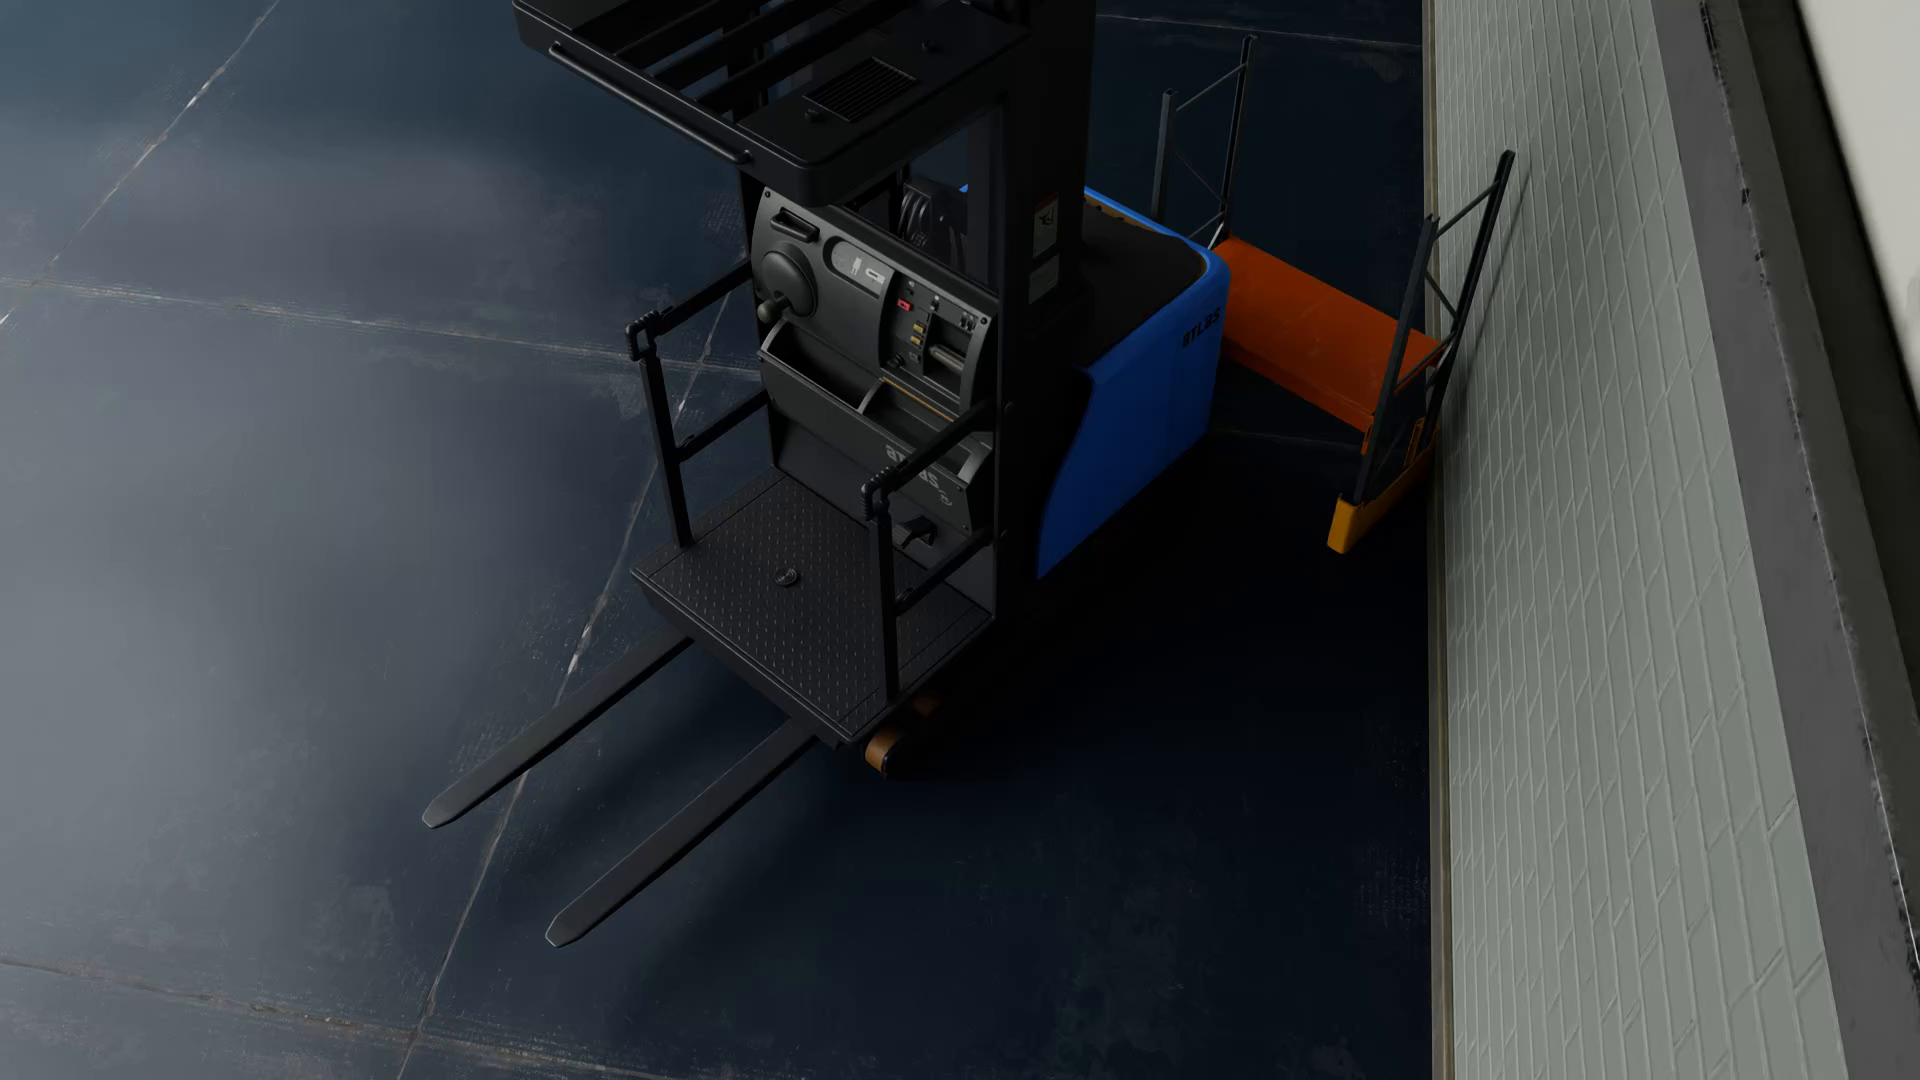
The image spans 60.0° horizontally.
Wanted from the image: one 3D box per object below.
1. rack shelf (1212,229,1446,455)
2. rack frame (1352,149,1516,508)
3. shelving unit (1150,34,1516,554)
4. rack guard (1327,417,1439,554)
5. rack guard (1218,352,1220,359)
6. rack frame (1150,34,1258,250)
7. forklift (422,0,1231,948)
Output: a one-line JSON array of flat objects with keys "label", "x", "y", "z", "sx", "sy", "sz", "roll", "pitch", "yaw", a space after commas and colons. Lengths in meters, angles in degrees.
[{"label": "rack shelf", "x": 1.236, "y": -0.752, "z": 6.159, "sx": 1.000, "sy": 0.185, "sz": 0.538, "roll": 34, "pitch": 57, "yaw": 27}, {"label": "rack frame", "x": 1.610, "y": -0.616, "z": 5.795, "sx": 0.032, "sy": 1.500, "sz": 0.500, "roll": 34, "pitch": 57, "yaw": 27}, {"label": "shelving unit", "x": 1.229, "y": -0.876, "z": 6.029, "sx": 1.083, "sy": 1.500, "sz": 0.587, "roll": 34, "pitch": 57, "yaw": 27}, {"label": "rack guard", "x": 1.596, "y": -0.208, "z": 6.269, "sx": 0.087, "sy": 0.250, "sz": 0.587, "roll": 34, "pitch": 57, "yaw": 27}, {"label": "rack guard", "x": 0.863, "y": -0.709, "z": 6.719, "sx": 0.087, "sy": 0.250, "sz": 0.587, "roll": 34, "pitch": 57, "yaw": 27}, {"label": "rack frame", "x": 0.862, "y": -1.128, "z": 6.255, "sx": 0.032, "sy": 1.500, "sz": 0.500, "roll": 34, "pitch": 57, "yaw": 27}, {"label": "forklift", "x": -0.417, "y": -0.636, "z": 4.851, "sx": 1.130, "sy": 2.935, "sz": 3.031, "roll": 34, "pitch": 56, "yaw": 27}]
